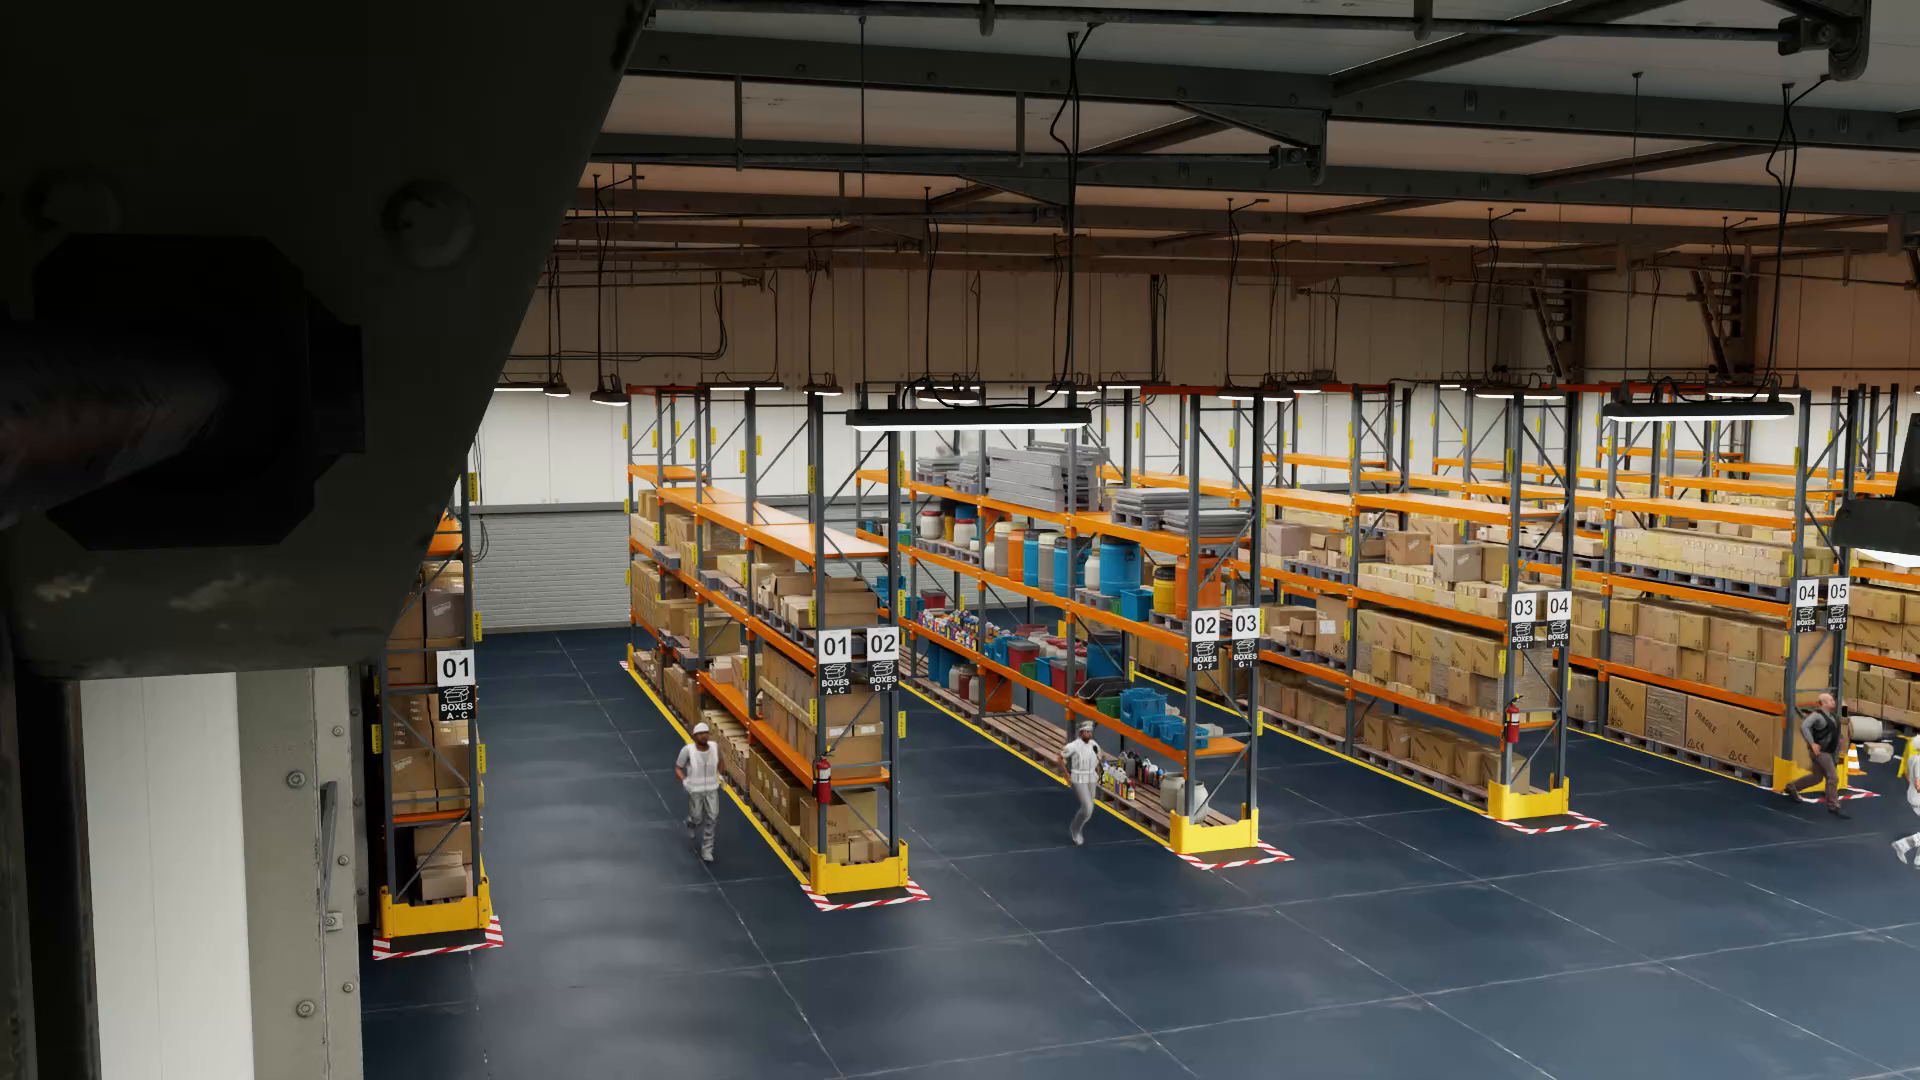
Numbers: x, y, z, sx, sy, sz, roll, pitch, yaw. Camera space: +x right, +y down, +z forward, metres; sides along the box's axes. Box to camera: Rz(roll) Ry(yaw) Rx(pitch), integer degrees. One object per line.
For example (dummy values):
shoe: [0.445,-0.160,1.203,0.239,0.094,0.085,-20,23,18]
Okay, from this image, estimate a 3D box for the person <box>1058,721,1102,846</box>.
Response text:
person: [1.650,3.217,22.070,0.540,1.674,0.652,-4,7,-31]

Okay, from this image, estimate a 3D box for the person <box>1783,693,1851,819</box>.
person: [12.267,3.070,23.725,0.929,1.648,0.673,5,8,42]

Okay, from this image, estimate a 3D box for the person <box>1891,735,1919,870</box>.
person: [12.091,3.306,20.944,0.621,1.736,0.654,2,6,19]

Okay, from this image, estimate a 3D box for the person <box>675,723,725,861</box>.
person: [-3.357,3.240,21.626,0.679,1.758,0.813,-3,6,-24]
